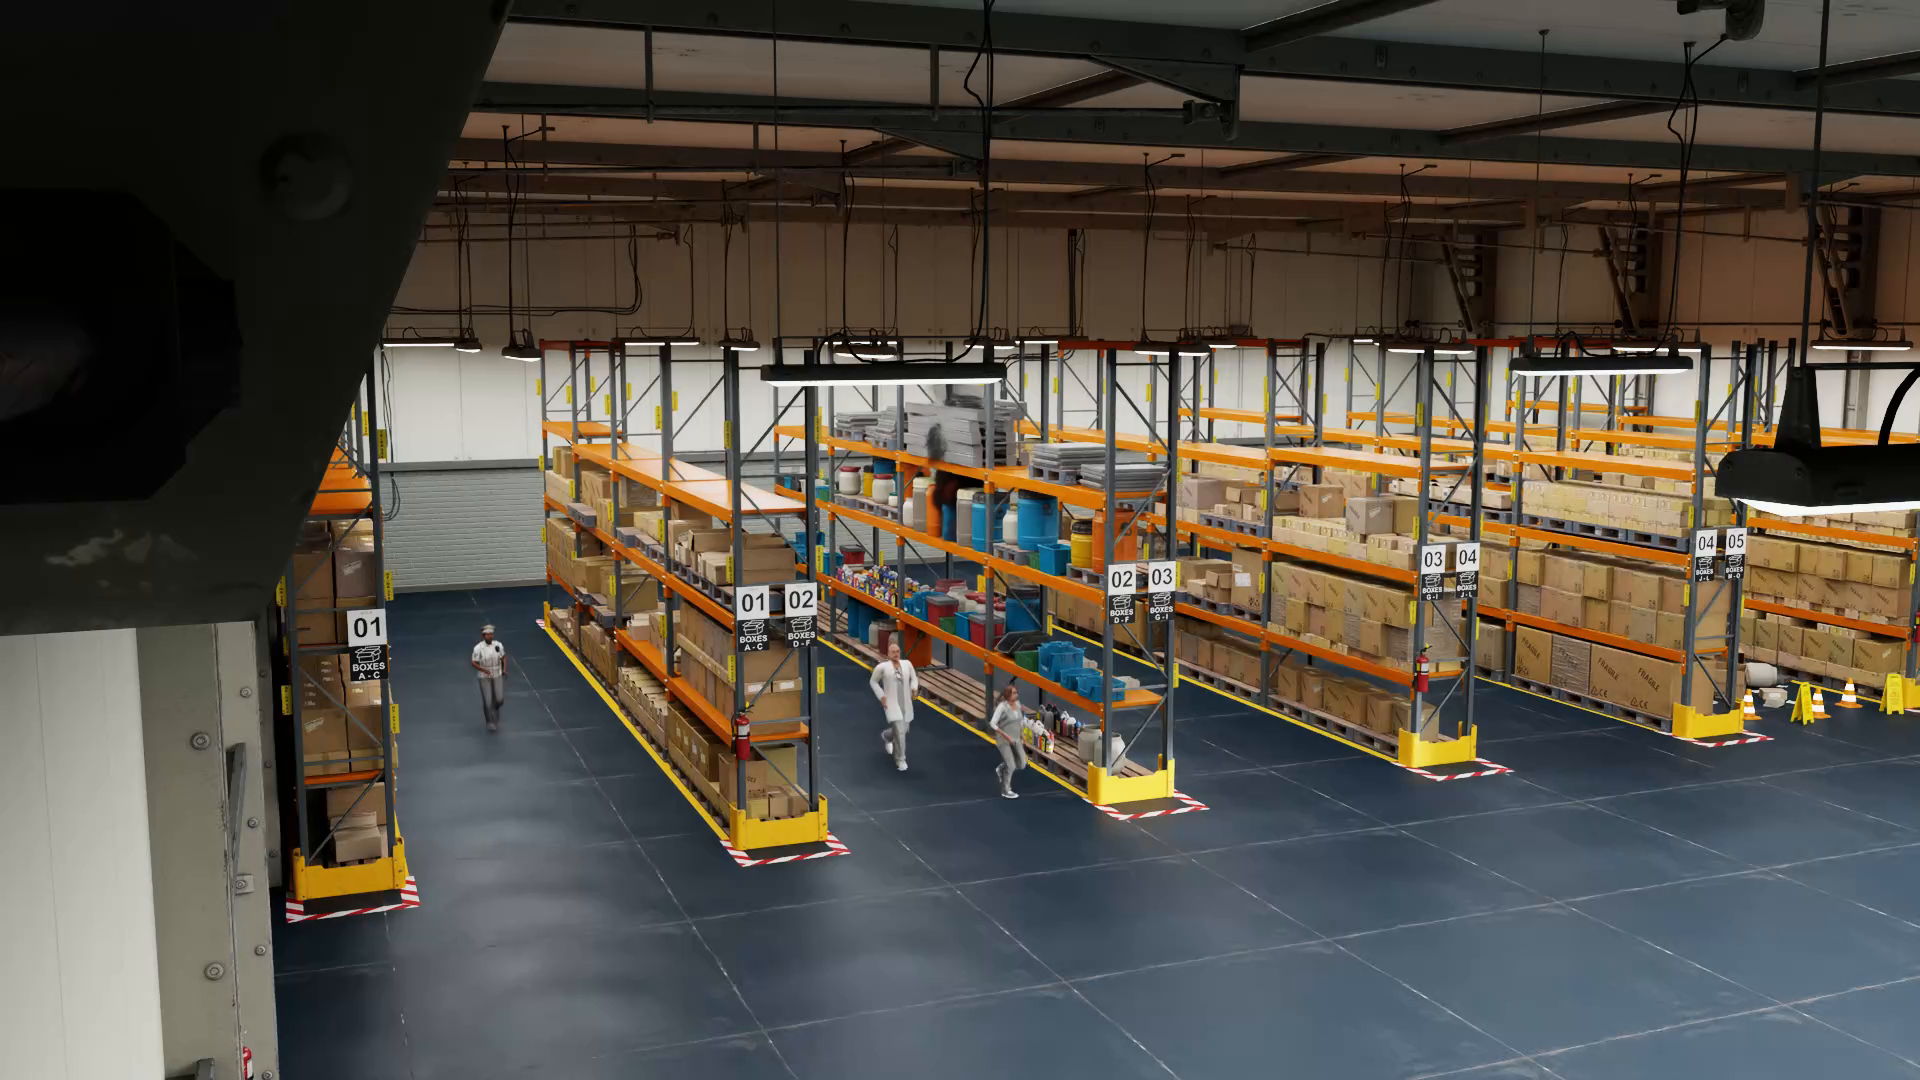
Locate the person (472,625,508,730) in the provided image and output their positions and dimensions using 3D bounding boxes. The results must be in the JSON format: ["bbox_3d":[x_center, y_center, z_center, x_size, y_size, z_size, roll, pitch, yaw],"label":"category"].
[{"bbox_3d":[-7.314,2.145,25.974,0.569,1.661,0.516,-4,8,-28],"label":"person"}]

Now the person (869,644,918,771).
[{"bbox_3d":[-0.915,2.370,23.898,0.705,1.772,0.775,-3,8,-25],"label":"person"}]

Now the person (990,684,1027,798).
[{"bbox_3d":[0.635,2.680,22.207,0.561,1.549,0.548,-7,10,-41],"label":"person"}]
